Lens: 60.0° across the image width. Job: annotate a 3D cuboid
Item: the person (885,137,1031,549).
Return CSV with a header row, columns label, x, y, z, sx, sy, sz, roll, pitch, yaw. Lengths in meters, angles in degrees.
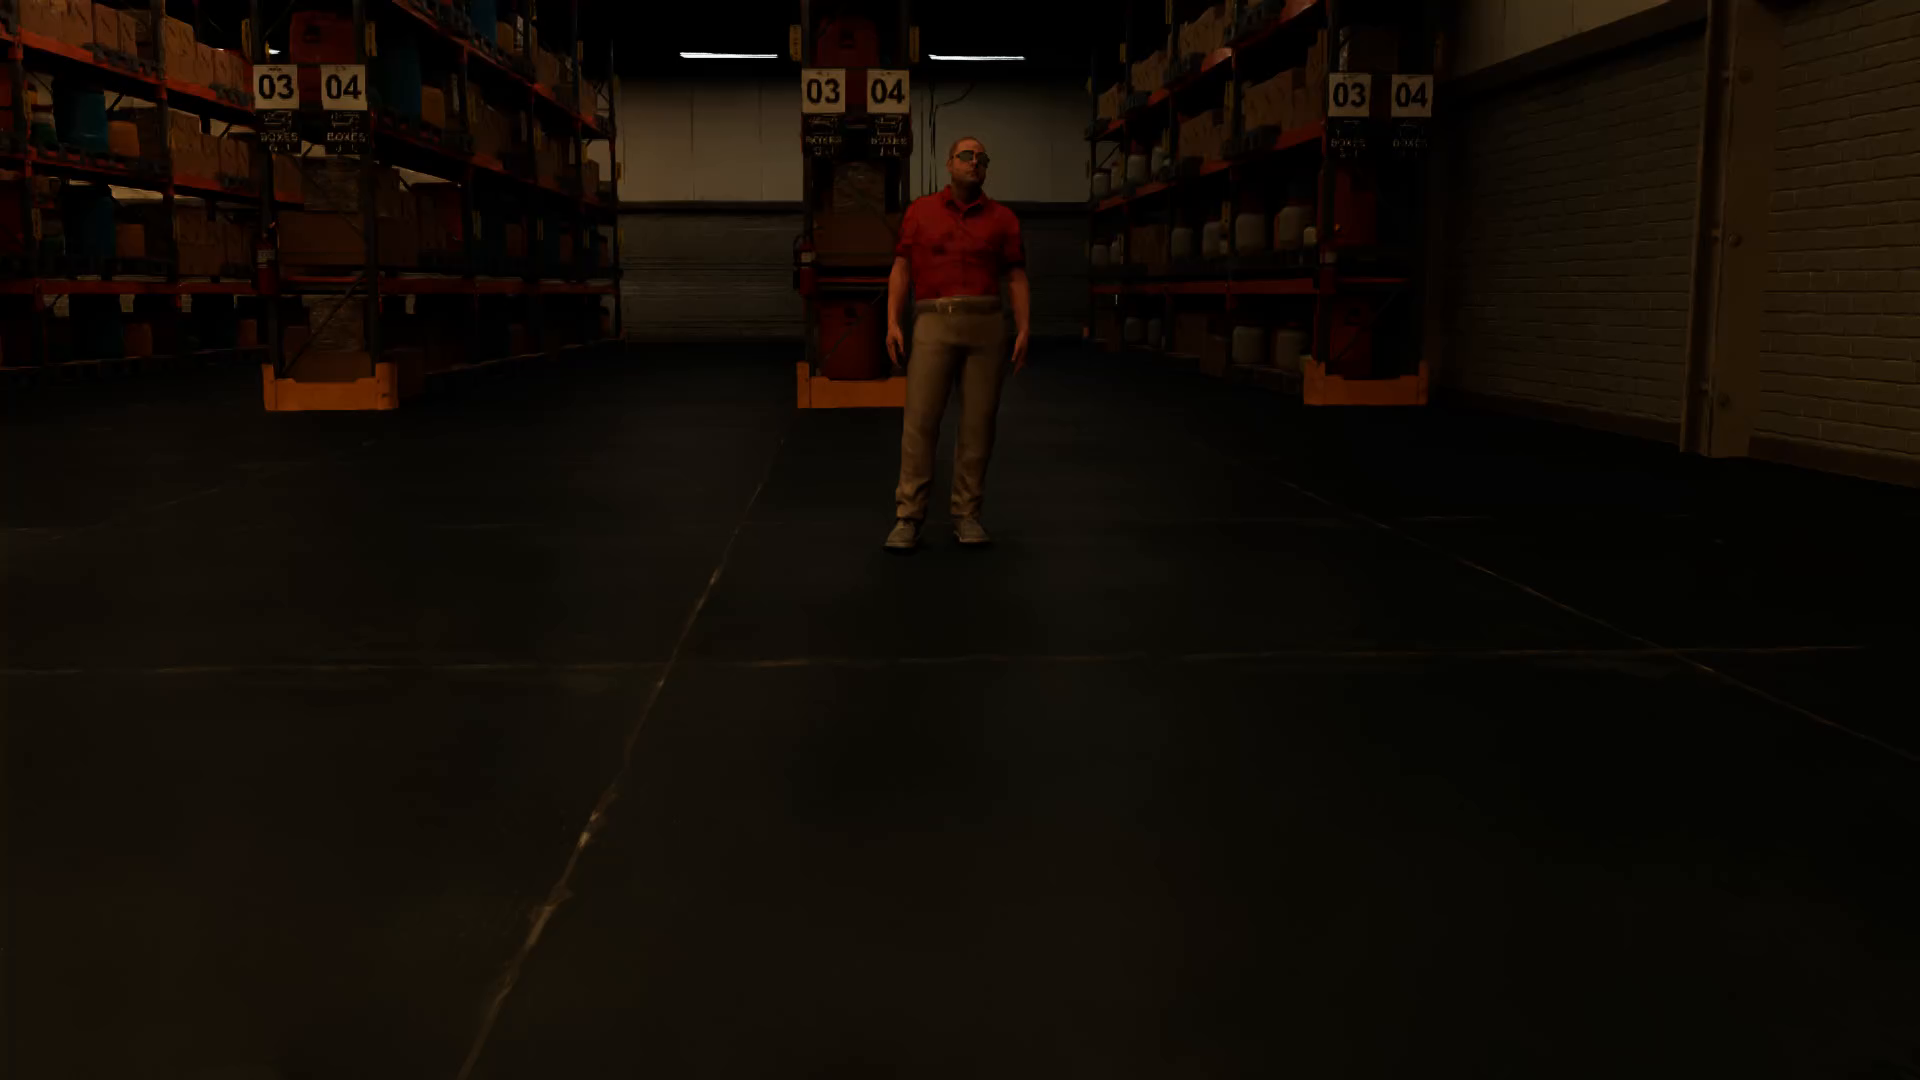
label,x,y,z,sx,sy,sz,roll,pitch,yaw
person,-0.006,-0.849,7.093,0.640,1.726,0.550,-1,8,-4
